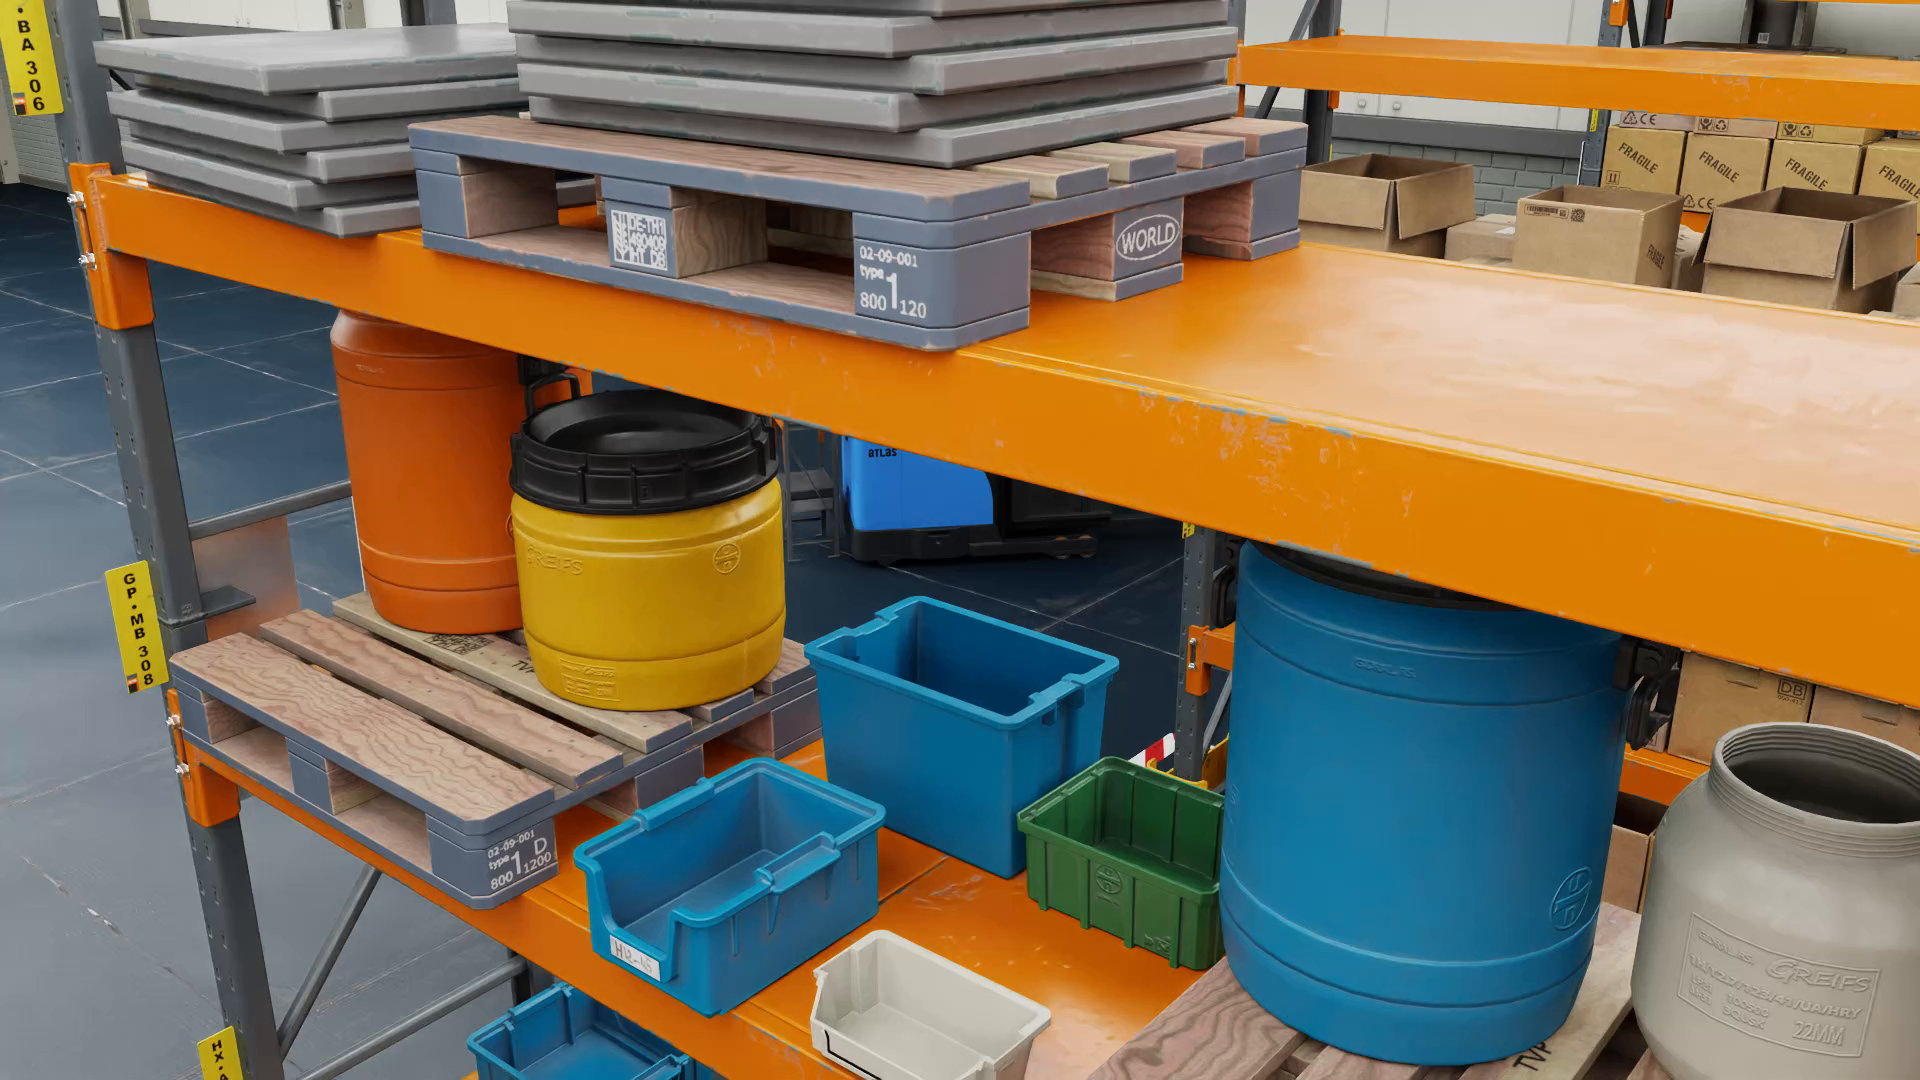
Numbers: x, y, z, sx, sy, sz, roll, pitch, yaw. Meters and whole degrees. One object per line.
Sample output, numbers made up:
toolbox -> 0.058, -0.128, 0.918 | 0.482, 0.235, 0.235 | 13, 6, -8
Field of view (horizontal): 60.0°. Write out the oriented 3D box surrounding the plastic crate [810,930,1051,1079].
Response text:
plastic crate -> -0.068, 0.838, 2.818 | 0.396, 0.136, 0.243 | 16, 26, 36

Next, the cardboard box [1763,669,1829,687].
cardboard box -> 3.433, 0.433, 6.709 | 0.250, 0.149, 0.380 | 16, 26, 36

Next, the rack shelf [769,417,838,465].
rack shelf -> -1.191, -0.904, 12.627 | 0.431, 0.518, 0.480 | -6, 21, -16

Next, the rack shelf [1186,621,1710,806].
rack shelf -> 3.016, 0.903, 7.542 | 4.000, 0.370, 1.077 | 16, 26, 36

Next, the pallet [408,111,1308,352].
pallet -> -0.175, -0.614, 2.878 | 1.213, 0.211, 1.003 | 16, 26, 36

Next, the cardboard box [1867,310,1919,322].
cardboard box -> 3.459, -0.730, 6.164 | 0.250, 0.149, 0.380 | 16, 26, 36

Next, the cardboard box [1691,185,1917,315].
cardboard box -> 3.370, -1.103, 6.652 | 0.797, 0.503, 0.637 | -19, 28, -41

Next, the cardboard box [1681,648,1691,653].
cardboard box -> 3.029, 0.318, 7.013 | 0.250, 0.149, 0.380 | 17, 27, 38

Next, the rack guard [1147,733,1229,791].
rack guard -> 1.448, 1.284, 9.054 | 0.348, 0.500, 1.175 | 16, 26, 36

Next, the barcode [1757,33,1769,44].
barcode -> 5.463, -3.412, 11.305 | 0.075, 0.075, 0.001 | 16, 26, 36

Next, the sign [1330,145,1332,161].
sign -> 1.821, -1.806, 8.312 | 0.005, 0.325, 0.100 | 16, 26, 36

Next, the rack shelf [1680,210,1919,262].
rack shelf -> 6.146, -1.856, 10.606 | 4.000, 0.370, 1.077 | 16, 26, 36

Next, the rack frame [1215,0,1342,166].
rack frame -> 1.467, -2.687, 7.540 | 0.127, 3.000, 1.000 | 16, 26, 36

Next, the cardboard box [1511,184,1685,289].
cardboard box -> 2.581, -1.147, 6.772 | 0.500, 0.500, 0.500 | 16, 26, 36

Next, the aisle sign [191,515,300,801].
aisle sign -> -1.909, 0.321, 4.382 | 0.004, 0.787, 0.394 | 16, 26, 36

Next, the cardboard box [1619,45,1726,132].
cardboard box -> 4.741, -3.010, 11.061 | 0.500, 0.500, 0.500 | 14, 25, 33

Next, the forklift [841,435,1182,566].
forklift -> 0.614, -1.407, 12.745 | 3.031, 2.935, 1.130 | -3, 21, -9

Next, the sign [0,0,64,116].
sign -> -2.019, -1.087, 3.592 | 0.005, 0.325, 0.100 | 16, 26, 36

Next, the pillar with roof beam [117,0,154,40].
pillar with roof beam -> -15.630, -8.300, 22.425 | 0.400, 9.000, 9.100 | 16, 26, 36

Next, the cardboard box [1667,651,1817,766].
cardboard box -> 3.419, 0.639, 7.080 | 0.500, 0.500, 0.700 | 17, 26, 37

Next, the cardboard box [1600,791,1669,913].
cardboard box -> 2.902, 1.375, 7.510 | 0.500, 0.500, 0.500 | 16, 26, 36

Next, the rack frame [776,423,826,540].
rack frame -> -1.262, -0.999, 12.841 | 0.400, 2.100, 0.015 | -6, 21, -16

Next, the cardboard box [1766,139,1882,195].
cardboard box -> 5.496, -2.307, 10.614 | 0.500, 0.500, 0.500 | 18, 27, 39

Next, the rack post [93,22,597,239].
rack post -> -1.163, -0.896, 3.500 | 0.937, 0.300, 0.954 | -19, 28, -41

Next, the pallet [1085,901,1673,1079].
pallet -> 0.810, 0.916, 2.504 | 1.003, 0.211, 1.213 | 16, 26, 36

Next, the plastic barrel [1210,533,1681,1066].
plastic barrel -> 0.728, 0.280, 2.618 | 0.708, 0.901, 0.600 | 16, 26, 36

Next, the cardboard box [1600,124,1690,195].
cardboard box -> 4.697, -2.552, 11.262 | 0.500, 0.500, 0.500 | 17, 26, 38

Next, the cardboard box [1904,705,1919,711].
cardboard box -> 3.825, 0.547, 6.407 | 0.250, 0.149, 0.380 | 15, 25, 35

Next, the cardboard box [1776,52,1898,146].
cardboard box -> 5.502, -2.773, 10.433 | 0.500, 0.500, 0.500 | 17, 26, 38

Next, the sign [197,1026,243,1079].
sign -> -2.019, 1.493, 4.565 | 0.005, 0.325, 0.100 | 16, 26, 36

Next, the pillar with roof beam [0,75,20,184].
pillar with roof beam -> -20.278, -9.639, 25.974 | 0.400, 9.000, 9.100 | 16, 26, 36

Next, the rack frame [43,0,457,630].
rack frame -> -1.668, -1.334, 3.952 | 0.127, 3.000, 1.000 | 16, 26, 36

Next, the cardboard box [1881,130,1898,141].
cardboard box -> 5.868, -2.449, 10.991 | 0.500, 0.500, 0.500 | 15, 25, 34

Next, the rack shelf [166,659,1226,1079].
rack shelf -> -0.118, 0.853, 3.425 | 4.000, 0.370, 1.077 | 16, 26, 36

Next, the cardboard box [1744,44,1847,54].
cardboard box -> 5.525, -3.019, 11.085 | 0.500, 0.500, 0.500 | 18, 27, 40

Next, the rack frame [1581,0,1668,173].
rack frame -> 4.596, -4.042, 11.133 | 0.127, 3.000, 1.000 | 16, 26, 36

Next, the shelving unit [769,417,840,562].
shelving unit -> -1.191, -0.917, 12.622 | 0.431, 2.100, 0.503 | -6, 21, -16

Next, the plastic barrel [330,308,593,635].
plastic barrel -> -1.211, -0.254, 4.136 | 0.708, 0.830, 0.600 | 16, 26, 36

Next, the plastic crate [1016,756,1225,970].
plastic crate -> 0.381, 0.635, 3.283 | 0.450, 0.188, 0.336 | 16, 26, 36

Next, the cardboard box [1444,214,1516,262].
cardboard box -> 2.526, -1.290, 7.507 | 0.500, 0.250, 0.500 | 16, 26, 36
